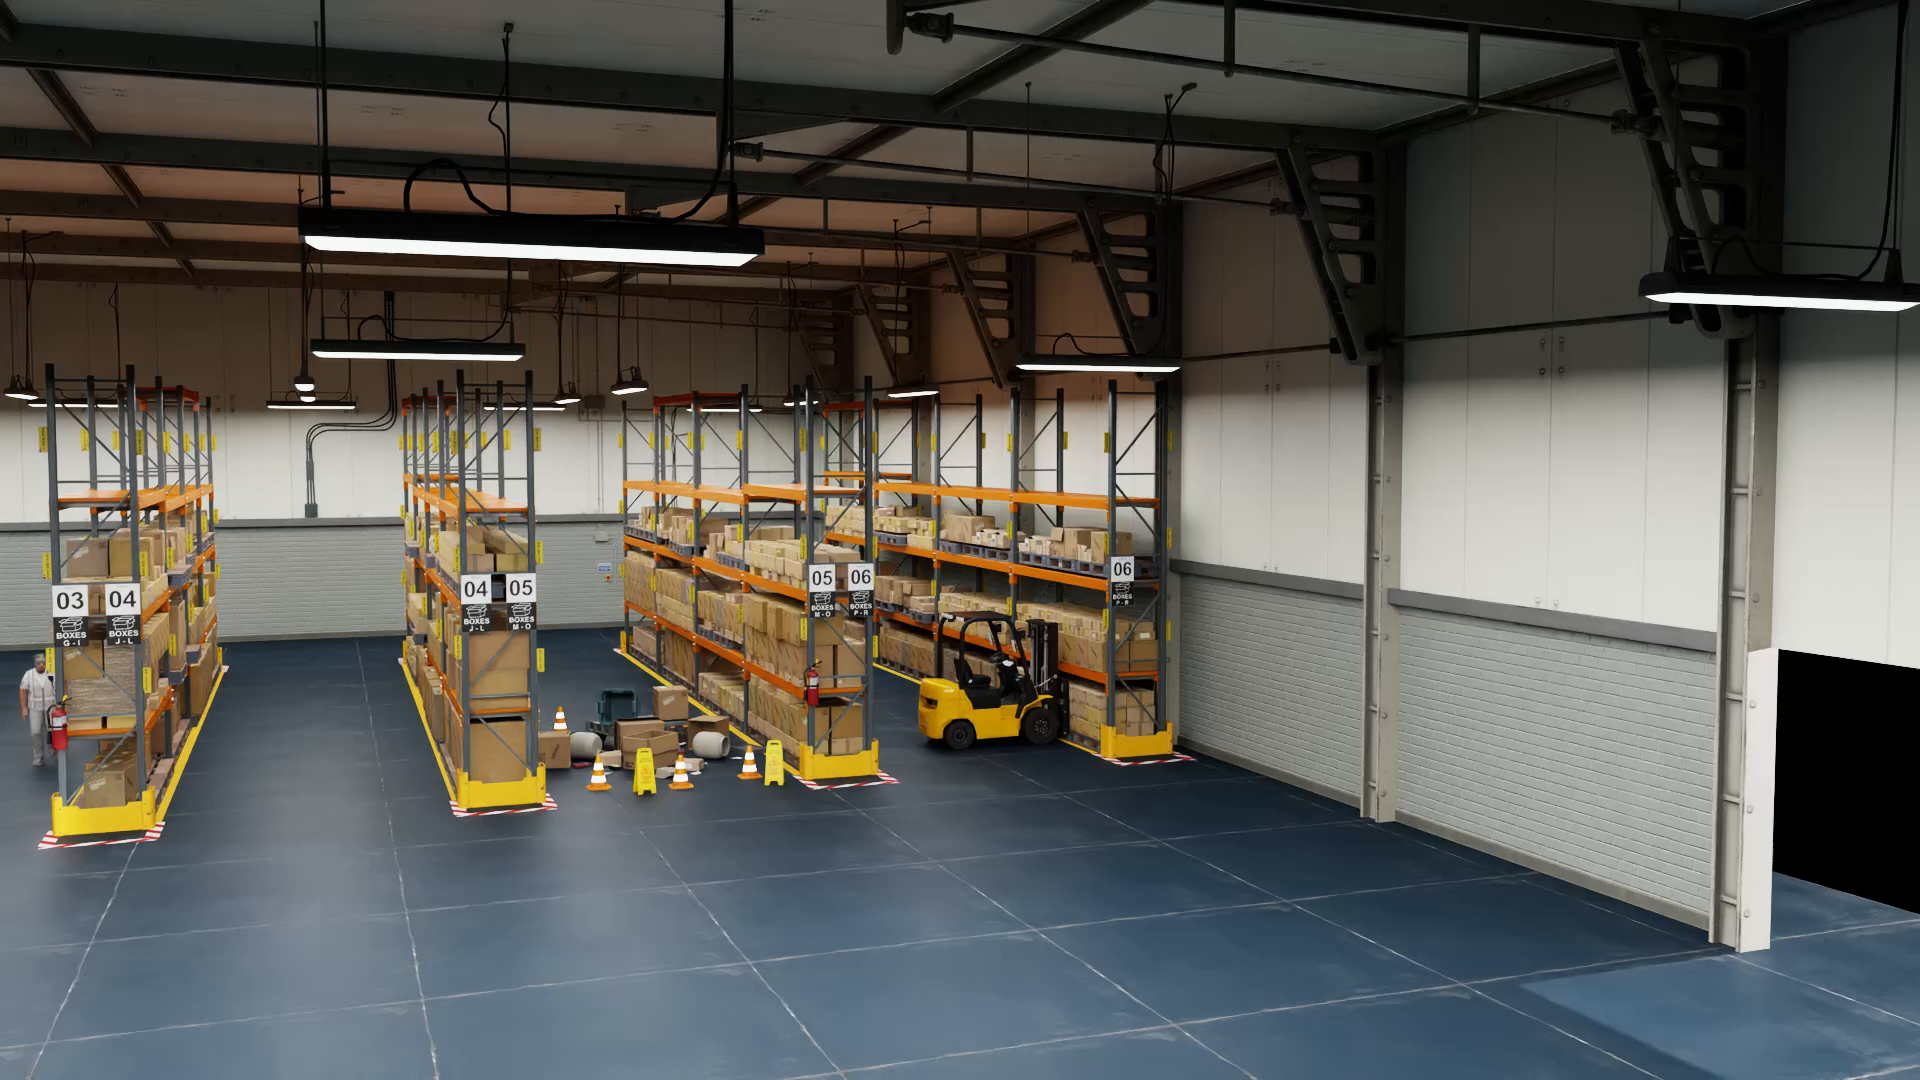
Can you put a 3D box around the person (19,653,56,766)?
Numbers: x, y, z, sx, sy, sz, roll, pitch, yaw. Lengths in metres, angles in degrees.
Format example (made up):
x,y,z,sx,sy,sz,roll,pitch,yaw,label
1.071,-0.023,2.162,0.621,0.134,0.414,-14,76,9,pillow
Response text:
x,y,z,sx,sy,sz,roll,pitch,yaw,label
-14.386,2.621,26.078,0.624,1.741,0.659,-2,4,-28,person
